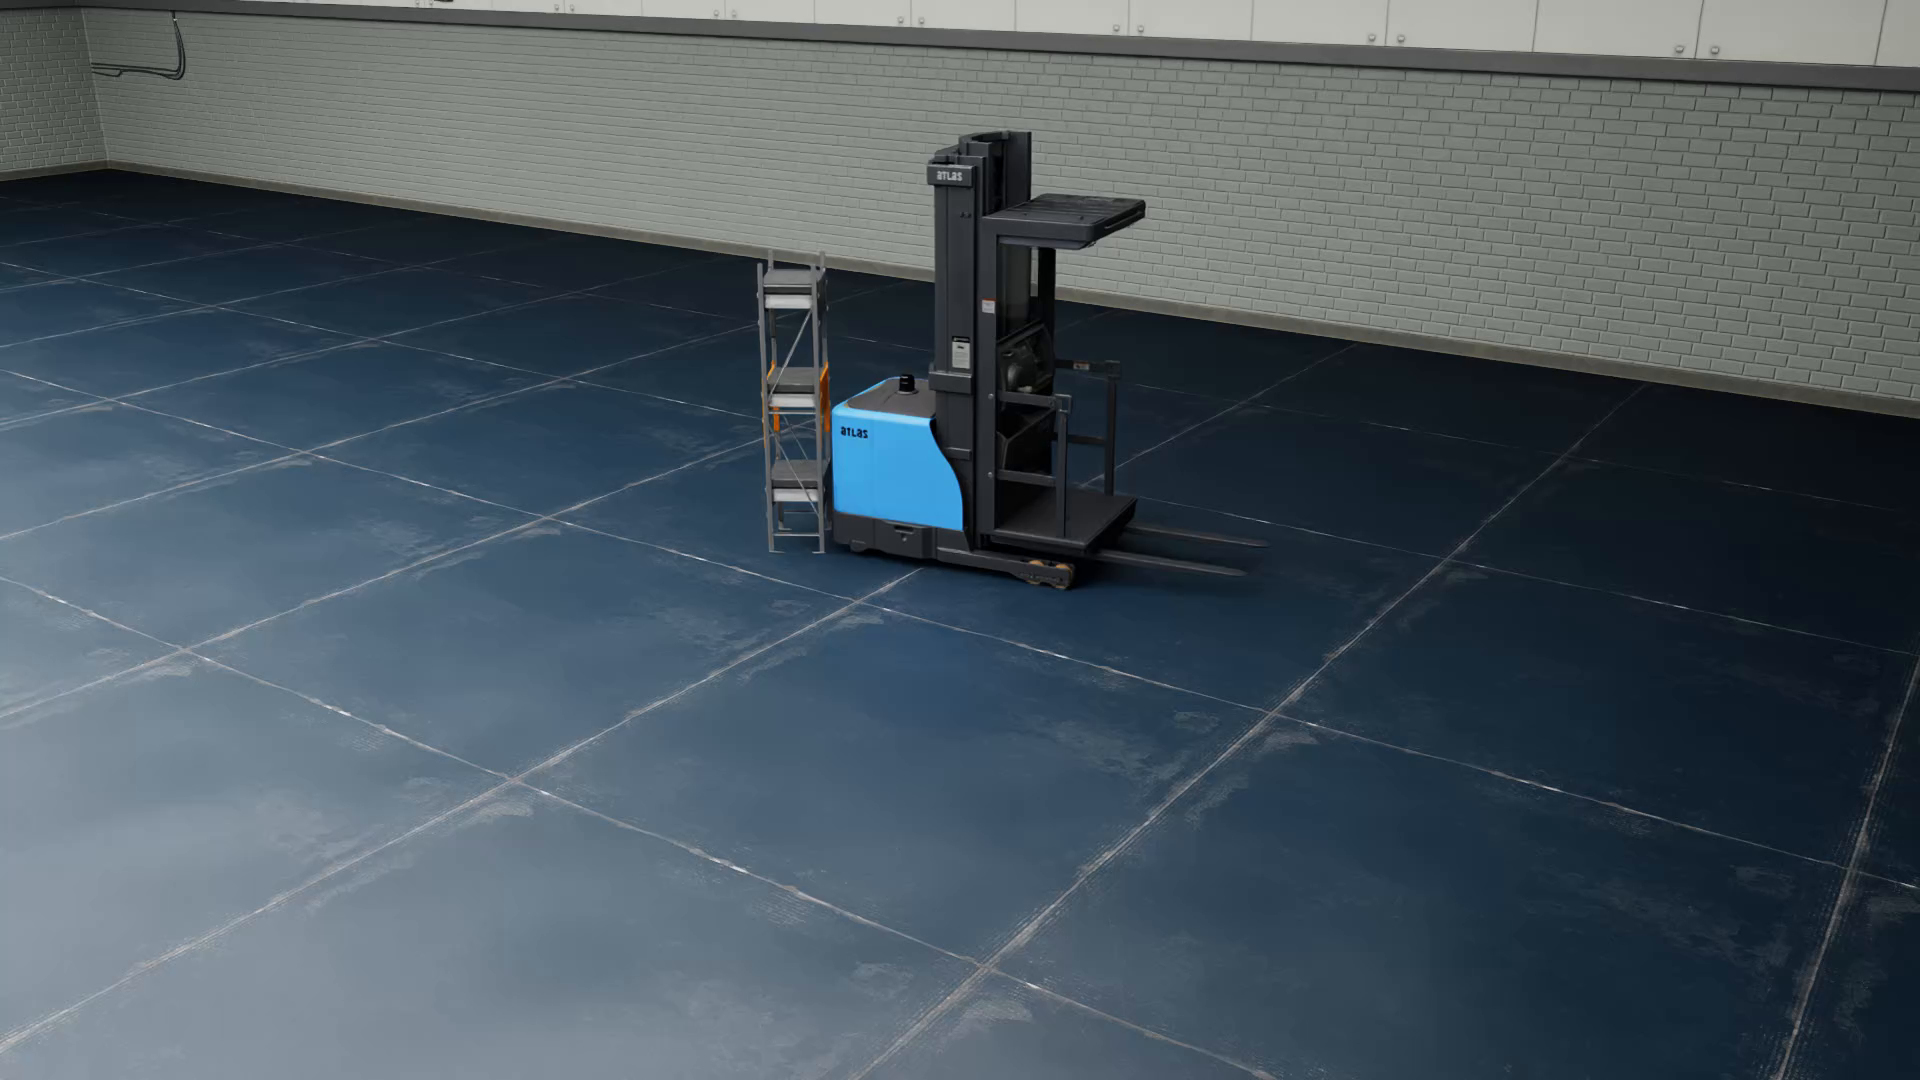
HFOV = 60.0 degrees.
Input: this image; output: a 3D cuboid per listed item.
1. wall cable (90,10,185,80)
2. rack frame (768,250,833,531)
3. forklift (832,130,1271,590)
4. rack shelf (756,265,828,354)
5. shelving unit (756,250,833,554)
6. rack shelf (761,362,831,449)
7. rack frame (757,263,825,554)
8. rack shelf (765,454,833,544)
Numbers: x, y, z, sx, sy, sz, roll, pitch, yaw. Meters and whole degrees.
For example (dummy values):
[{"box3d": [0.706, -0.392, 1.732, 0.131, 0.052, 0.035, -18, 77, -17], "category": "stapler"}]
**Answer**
[{"box3d": [-14.678, -9.403, 29.190, 3.097, 2.526, 0.112, 13, 24, 32], "category": "wall cable"}, {"box3d": [-1.155, -1.057, 12.097, 0.400, 2.100, 0.015, 1, 20, 2], "category": "rack frame"}, {"box3d": [0.640, -1.246, 11.410, 3.031, 2.935, 1.130, 9, 22, 22], "category": "forklift"}, {"box3d": [-1.166, -1.616, 11.630, 0.431, 0.518, 0.480, 1, 20, 2], "category": "rack shelf"}, {"box3d": [-1.166, -0.973, 11.868, 0.431, 2.100, 0.503, 1, 20, 2], "category": "shelving unit"}, {"box3d": [-1.166, -0.960, 11.873, 0.431, 0.518, 0.480, 1, 20, 2], "category": "rack shelf"}, {"box3d": [-1.176, -0.888, 11.639, 0.400, 2.100, 0.015, 1, 20, 2], "category": "rack frame"}, {"box3d": [-1.166, -0.303, 12.116, 0.431, 0.518, 0.480, 1, 20, 2], "category": "rack shelf"}]
